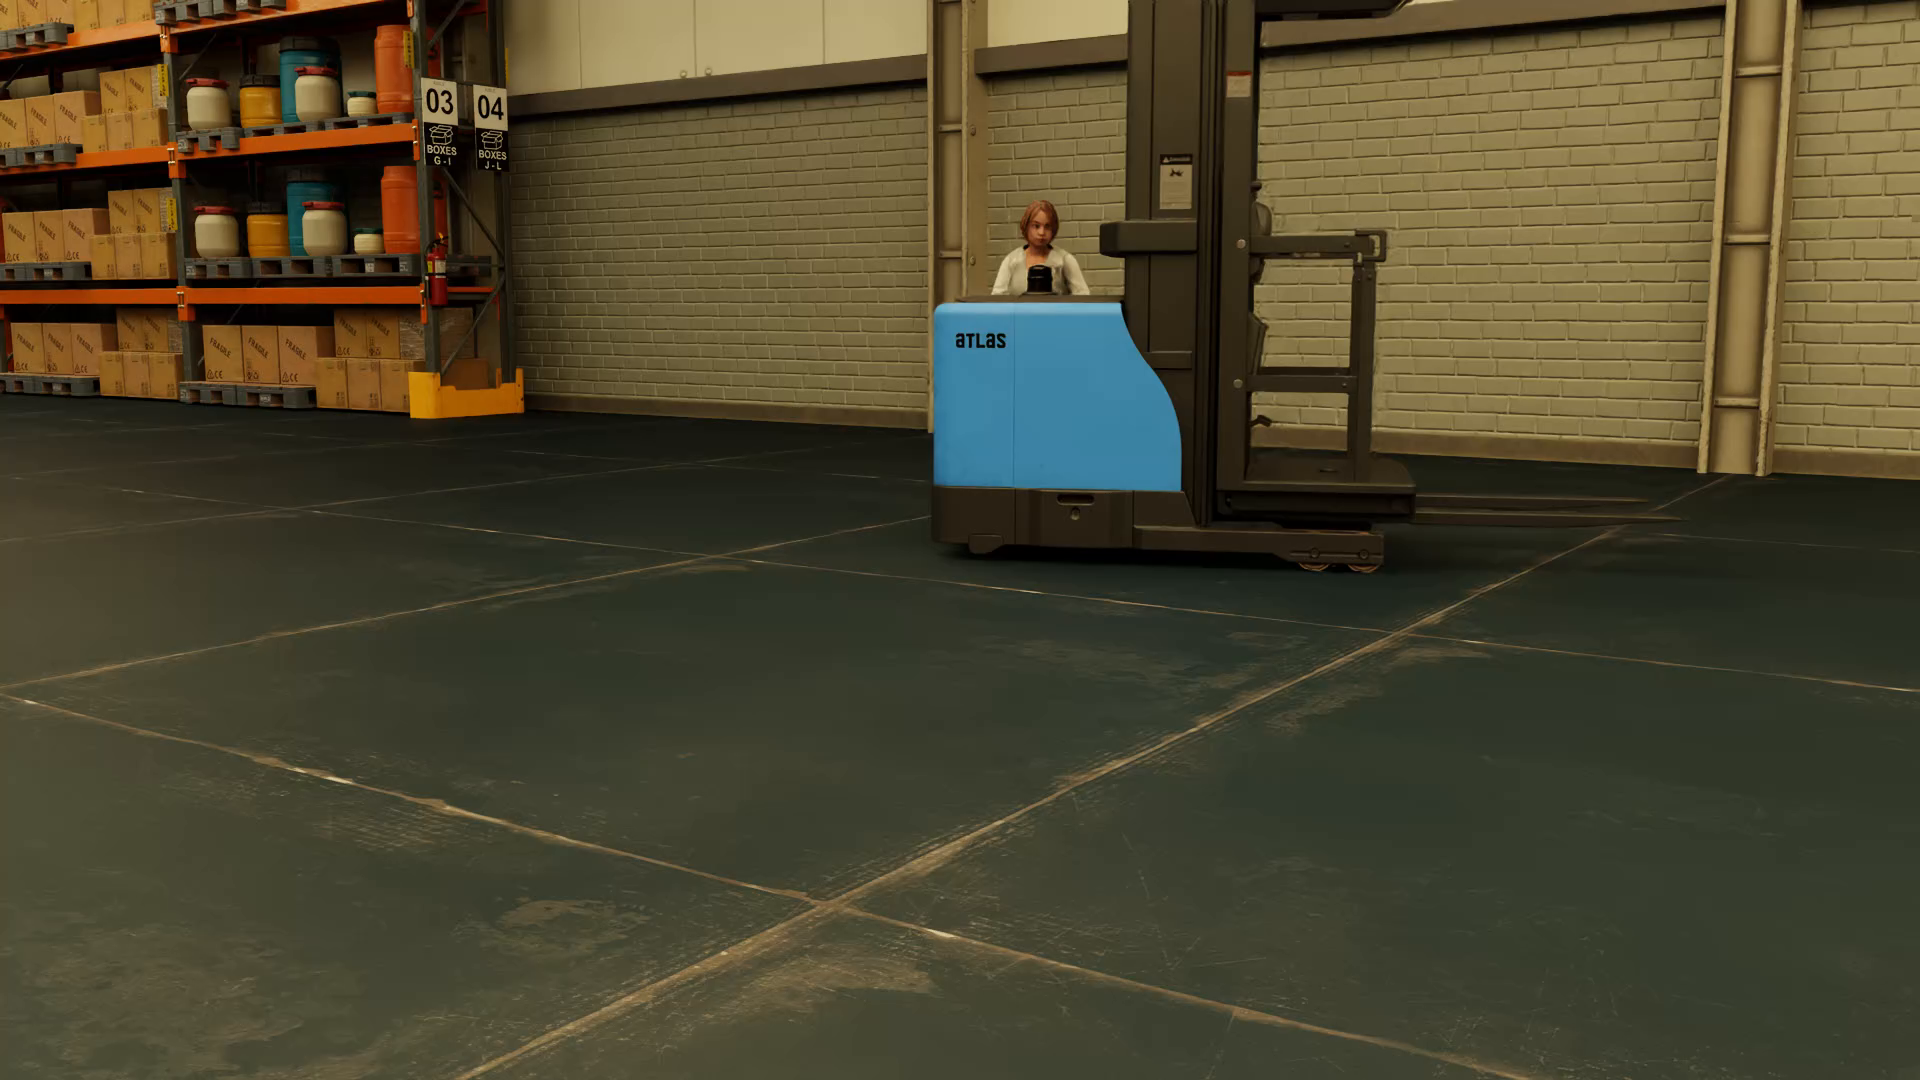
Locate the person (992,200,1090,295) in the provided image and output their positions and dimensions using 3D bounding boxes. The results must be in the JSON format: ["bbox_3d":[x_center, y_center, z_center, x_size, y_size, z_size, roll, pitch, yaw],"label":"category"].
[{"bbox_3d":[0.407,-0.891,8.297,0.636,1.573,0.305,1,8,8],"label":"person"}]

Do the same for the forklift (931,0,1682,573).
[{"bbox_3d":[1.445,-1.400,7.035,3.031,2.935,1.130,2,8,11],"label":"forklift"}]
